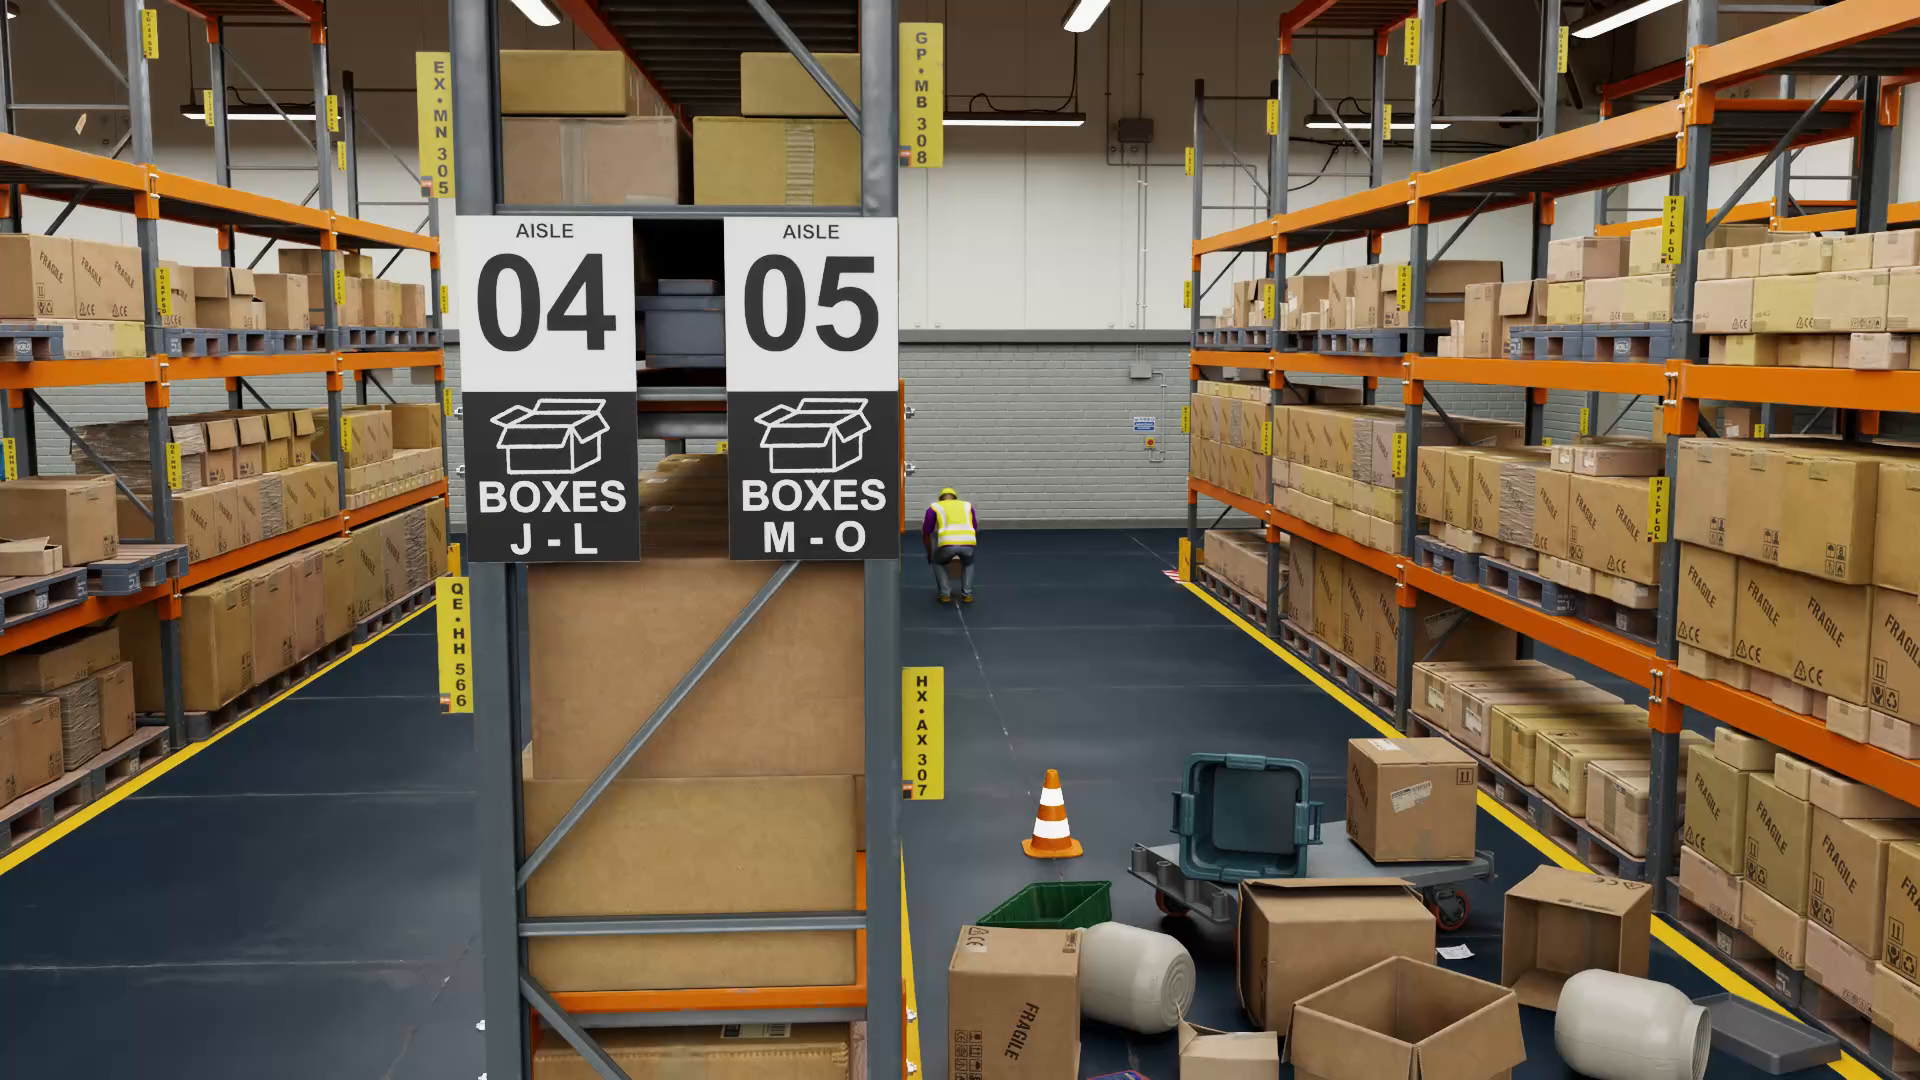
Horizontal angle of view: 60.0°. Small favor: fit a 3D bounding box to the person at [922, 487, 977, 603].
[{"bbox_3d":[-0.104,0.057,18.805,0.626,1.260,0.823,-1,7,-5],"label":"person"}]
